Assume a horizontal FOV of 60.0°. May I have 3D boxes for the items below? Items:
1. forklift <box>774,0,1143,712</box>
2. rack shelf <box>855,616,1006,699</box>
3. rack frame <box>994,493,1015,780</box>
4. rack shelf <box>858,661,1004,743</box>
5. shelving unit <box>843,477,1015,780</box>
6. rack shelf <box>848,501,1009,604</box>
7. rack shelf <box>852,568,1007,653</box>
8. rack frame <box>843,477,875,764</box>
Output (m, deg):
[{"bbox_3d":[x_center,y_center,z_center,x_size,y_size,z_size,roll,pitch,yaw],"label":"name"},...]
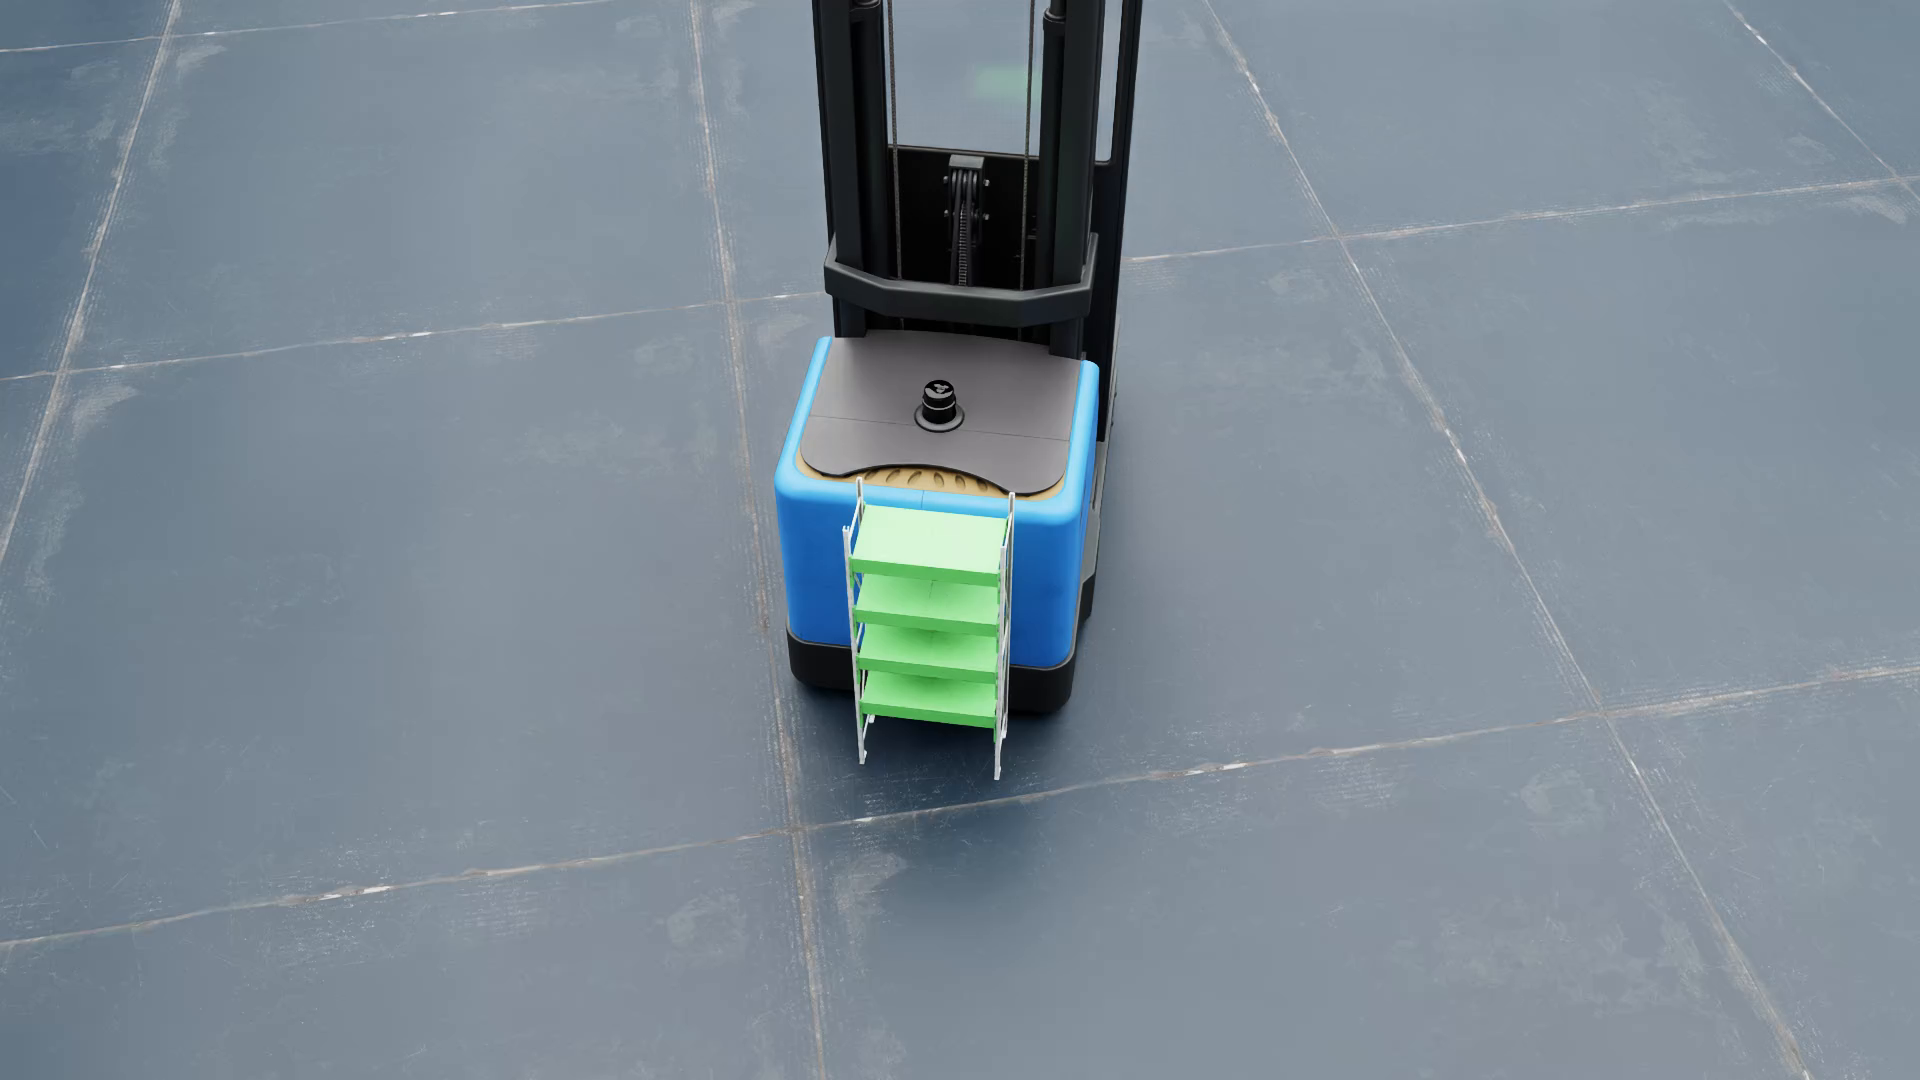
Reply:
[{"bbox_3d":[0.090,-1.464,6.125,1.130,2.935,3.031,6,46,6],"label":"forklift"},{"bbox_3d":[-0.094,0.373,5.647,0.480,0.148,0.258,6,46,6],"label":"rack shelf"},{"bbox_3d":[0.147,0.353,5.576,0.015,1.200,0.240,6,46,6],"label":"rack frame"},{"bbox_3d":[-0.094,0.539,5.819,0.480,0.148,0.258,6,46,6],"label":"rack shelf"},{"bbox_3d":[-0.094,0.328,5.601,0.503,1.200,0.258,6,46,6],"label":"shelving unit"},{"bbox_3d":[-0.094,0.040,5.301,0.480,0.148,0.258,6,46,6],"label":"rack shelf"},{"bbox_3d":[-0.094,0.206,5.474,0.480,0.148,0.258,6,46,6],"label":"rack shelf"},{"bbox_3d":[-0.336,0.303,5.625,0.015,1.200,0.240,6,46,6],"label":"rack frame"}]
